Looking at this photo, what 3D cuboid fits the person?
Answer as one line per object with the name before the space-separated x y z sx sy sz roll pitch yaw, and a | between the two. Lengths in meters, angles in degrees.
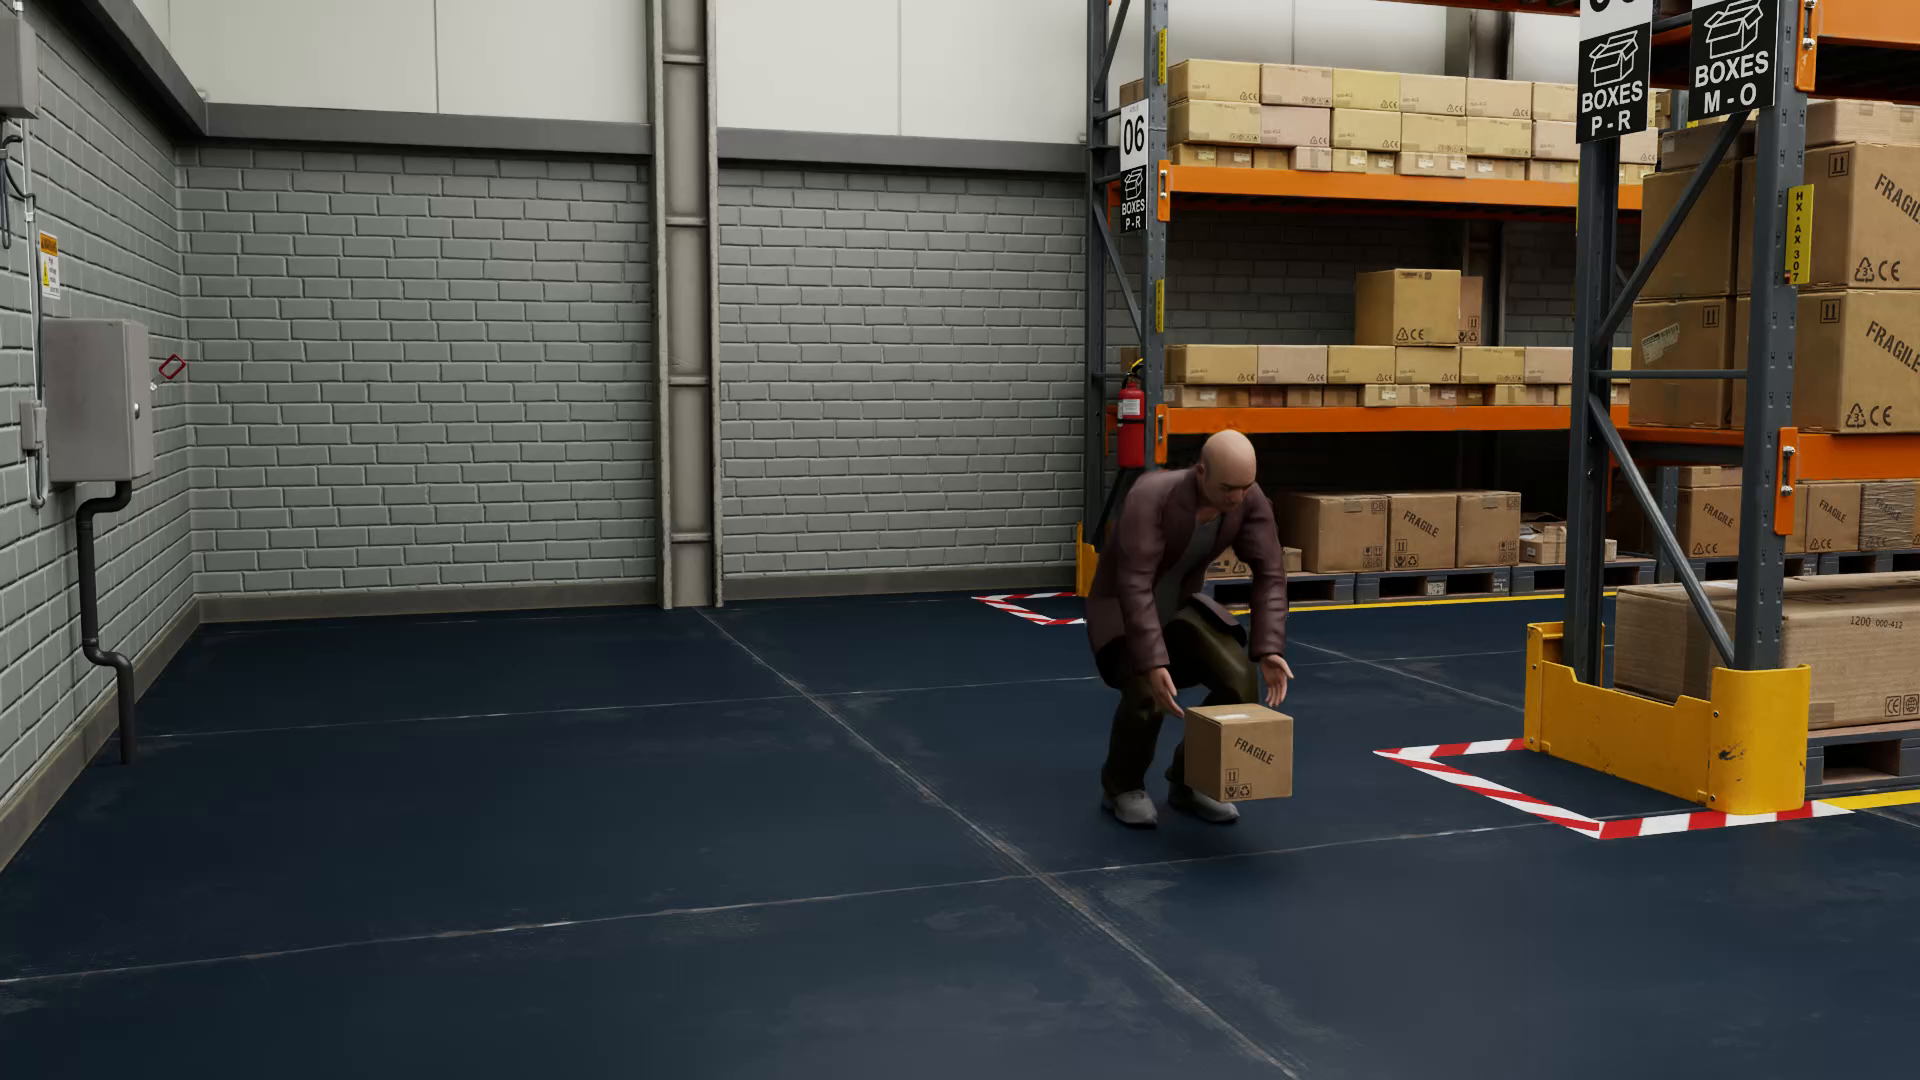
person | 0.755 0.288 5.638 0.633 1.329 0.763 -2 6 -19
